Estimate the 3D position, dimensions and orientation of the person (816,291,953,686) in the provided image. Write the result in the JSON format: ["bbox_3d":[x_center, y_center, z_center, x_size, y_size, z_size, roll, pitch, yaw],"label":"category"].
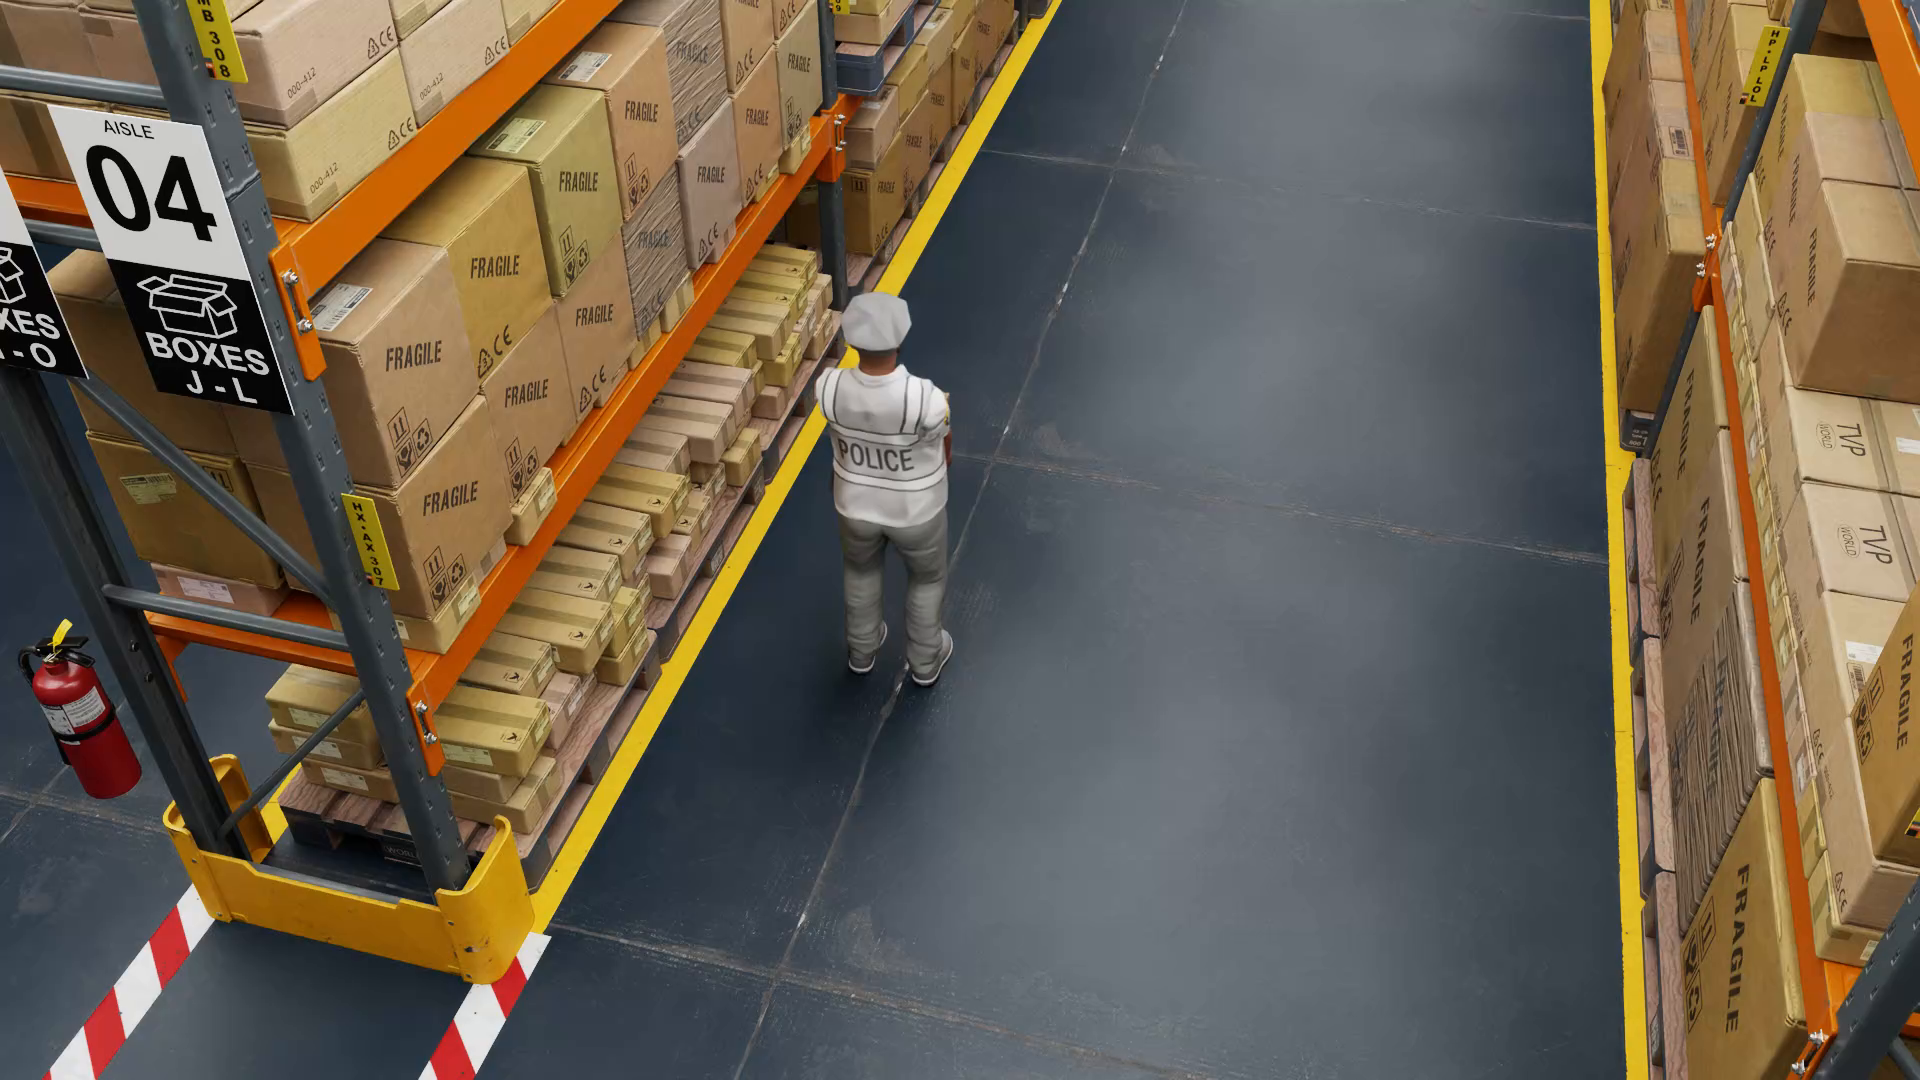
[{"bbox_3d":[-0.258,-0.218,6.394,0.490,1.772,0.567,9,42,10],"label":"person"}]
